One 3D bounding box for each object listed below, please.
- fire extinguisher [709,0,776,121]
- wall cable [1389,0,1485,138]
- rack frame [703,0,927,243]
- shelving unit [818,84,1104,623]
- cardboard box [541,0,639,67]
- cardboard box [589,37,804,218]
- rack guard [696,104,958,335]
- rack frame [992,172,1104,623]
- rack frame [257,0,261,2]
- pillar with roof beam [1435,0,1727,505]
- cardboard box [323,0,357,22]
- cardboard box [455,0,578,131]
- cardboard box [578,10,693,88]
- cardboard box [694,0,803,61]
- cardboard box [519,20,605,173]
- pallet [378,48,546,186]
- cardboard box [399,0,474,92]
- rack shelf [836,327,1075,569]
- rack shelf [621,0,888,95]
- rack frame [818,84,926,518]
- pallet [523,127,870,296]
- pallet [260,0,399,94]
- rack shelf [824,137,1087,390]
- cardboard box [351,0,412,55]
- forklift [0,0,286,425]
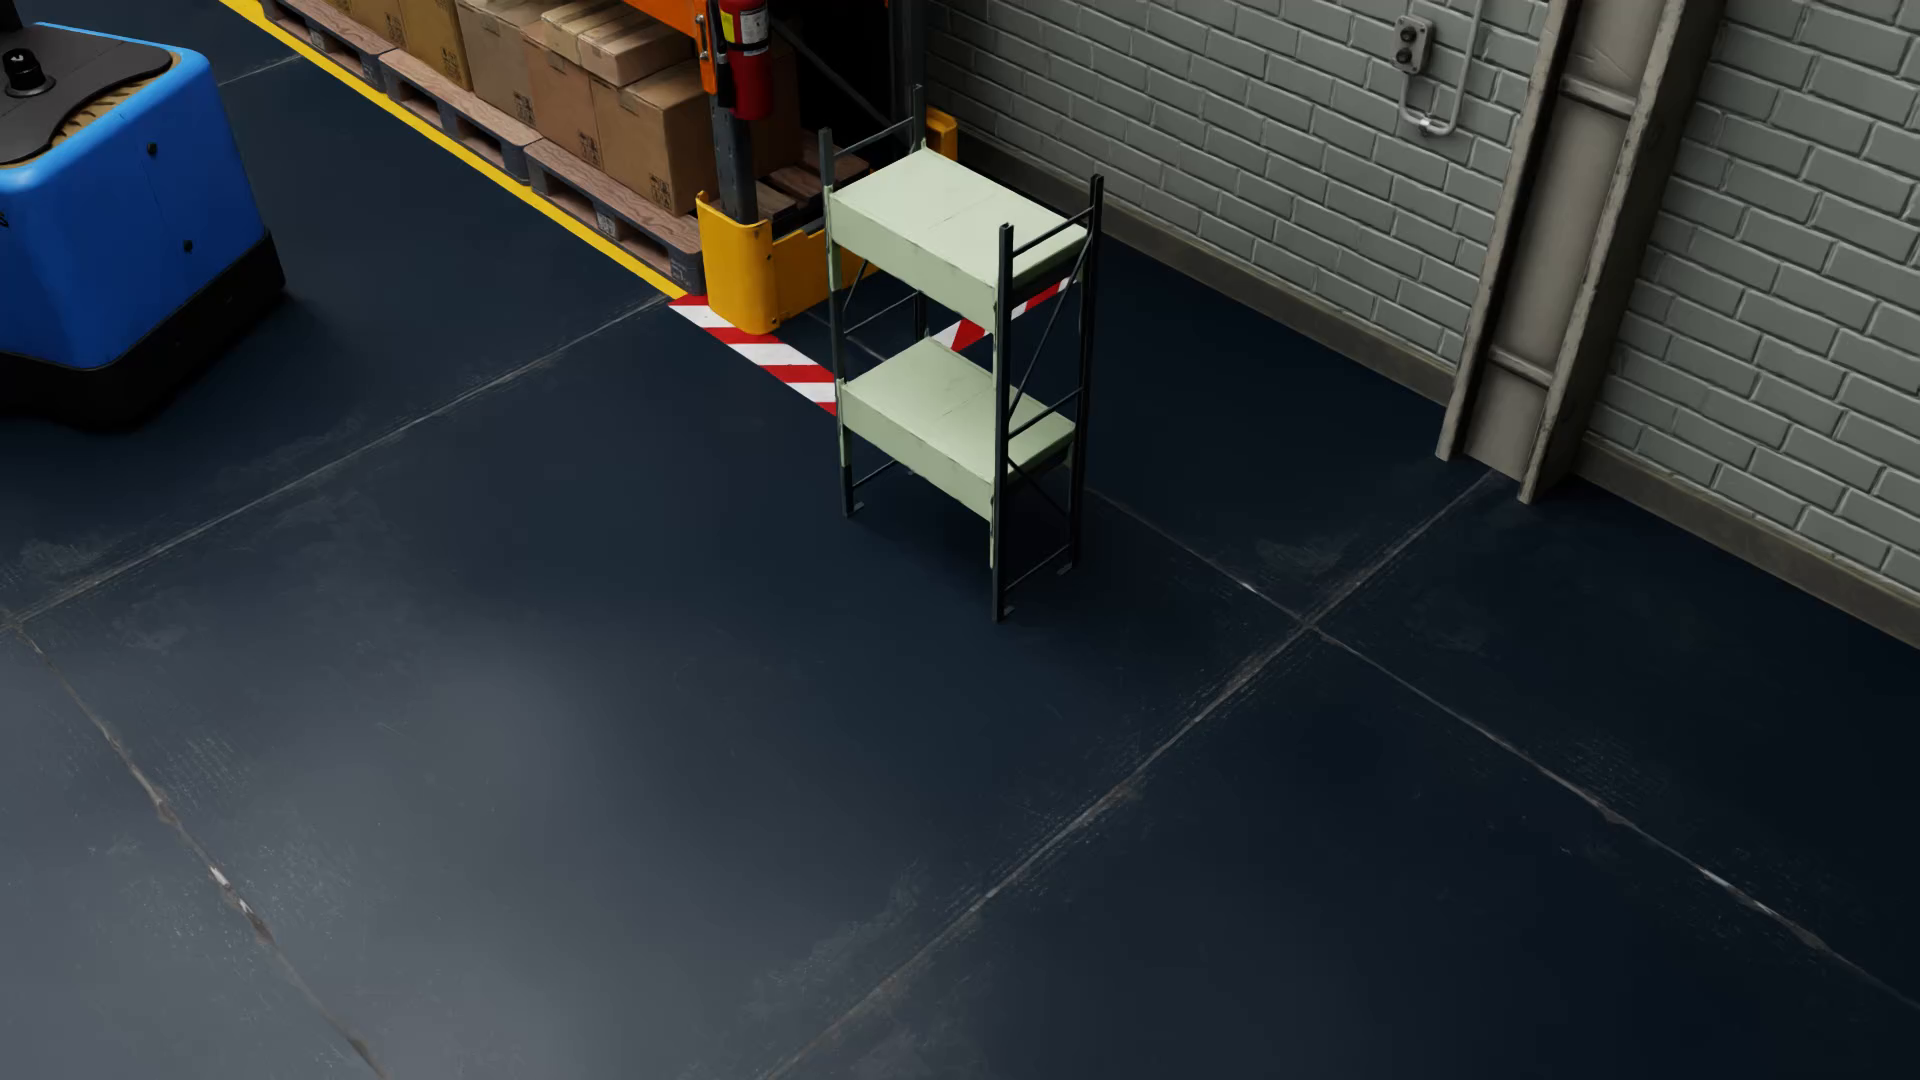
[{"bbox_3d":[-0.755,-1.815,5.836,0.296,0.674,0.183,-34,53,-31],"label":"fire extinguisher"},{"bbox_3d":[1.039,-2.485,5.480,0.084,1.984,1.851,-34,53,-31],"label":"wall cable"},{"bbox_3d":[-0.535,-2.274,6.000,1.000,3.000,0.127,-34,53,-31],"label":"rack frame"},{"bbox_3d":[-0.005,-0.554,5.244,0.431,1.500,0.755,-34,53,-31],"label":"shelving unit"},{"bbox_3d":[-1.501,-2.133,6.903,0.380,0.149,0.250,-33,52,-30],"label":"cardboard box"},{"bbox_3d":[-1.100,-1.798,7.018,0.700,0.500,0.500,-34,53,-31],"label":"cardboard box"},{"bbox_3d":[-0.518,-1.344,6.836,1.175,0.500,0.348,-34,53,-31],"label":"rack guard"},{"bbox_3d":[0.254,-0.378,5.054,0.400,1.500,0.023,-34,53,-31],"label":"rack frame"},{"bbox_3d":[-3.360,-4.196,8.080,1.000,3.000,0.127,-34,53,-31],"label":"rack frame"},{"bbox_3d":[-1.064,-1.531,0.776,9.100,9.000,0.400,-34,53,-31],"label":"pillar with roof beam"},{"bbox_3d":[-2.904,-3.024,8.344,0.700,0.500,0.500,-33,52,-31],"label":"cardboard box"},{"bbox_3d":[-1.809,-2.280,7.540,0.500,0.500,0.700,32,52,30],"label":"cardboard box"},{"bbox_3d":[-1.320,-2.011,6.771,0.250,0.149,0.380,34,52,31],"label":"cardboard box"},{"bbox_3d":[-0.870,-2.072,6.837,0.380,0.149,0.250,-34,52,-31],"label":"cardboard box"},{"bbox_3d":[-1.453,-2.039,7.279,0.500,0.500,0.700,34,53,31],"label":"cardboard box"},{"bbox_3d":[-2.012,-2.182,7.956,1.003,0.211,1.213,-34,53,-31],"label":"pallet"},{"bbox_3d":[-2.191,-2.533,7.813,0.700,0.500,0.500,-33,52,-30],"label":"cardboard box"},{"bbox_3d":[-0.005,-0.315,5.466,0.431,0.370,0.720,-34,53,-31],"label":"rack shelf"},{"bbox_3d":[-1.947,-2.971,7.285,1.077,0.370,4.000,-34,53,-31],"label":"rack shelf"},{"bbox_3d":[-0.263,-0.730,5.435,0.400,1.500,0.023,-34,53,-31],"label":"rack frame"},{"bbox_3d":[-1.155,-1.596,7.322,1.003,0.211,1.213,-34,53,-31],"label":"pallet"},{"bbox_3d":[-2.878,-2.769,8.591,1.003,0.211,1.213,-34,53,-31],"label":"pallet"},{"bbox_3d":[-0.005,-0.841,4.980,0.431,0.370,0.720,-34,53,-31],"label":"rack shelf"},{"bbox_3d":[-2.552,-2.781,8.081,0.500,0.500,0.700,34,52,31],"label":"cardboard box"},{"bbox_3d":[-4.321,-2.110,5.874,3.031,2.935,1.130,13,44,14],"label":"forklift"}]
